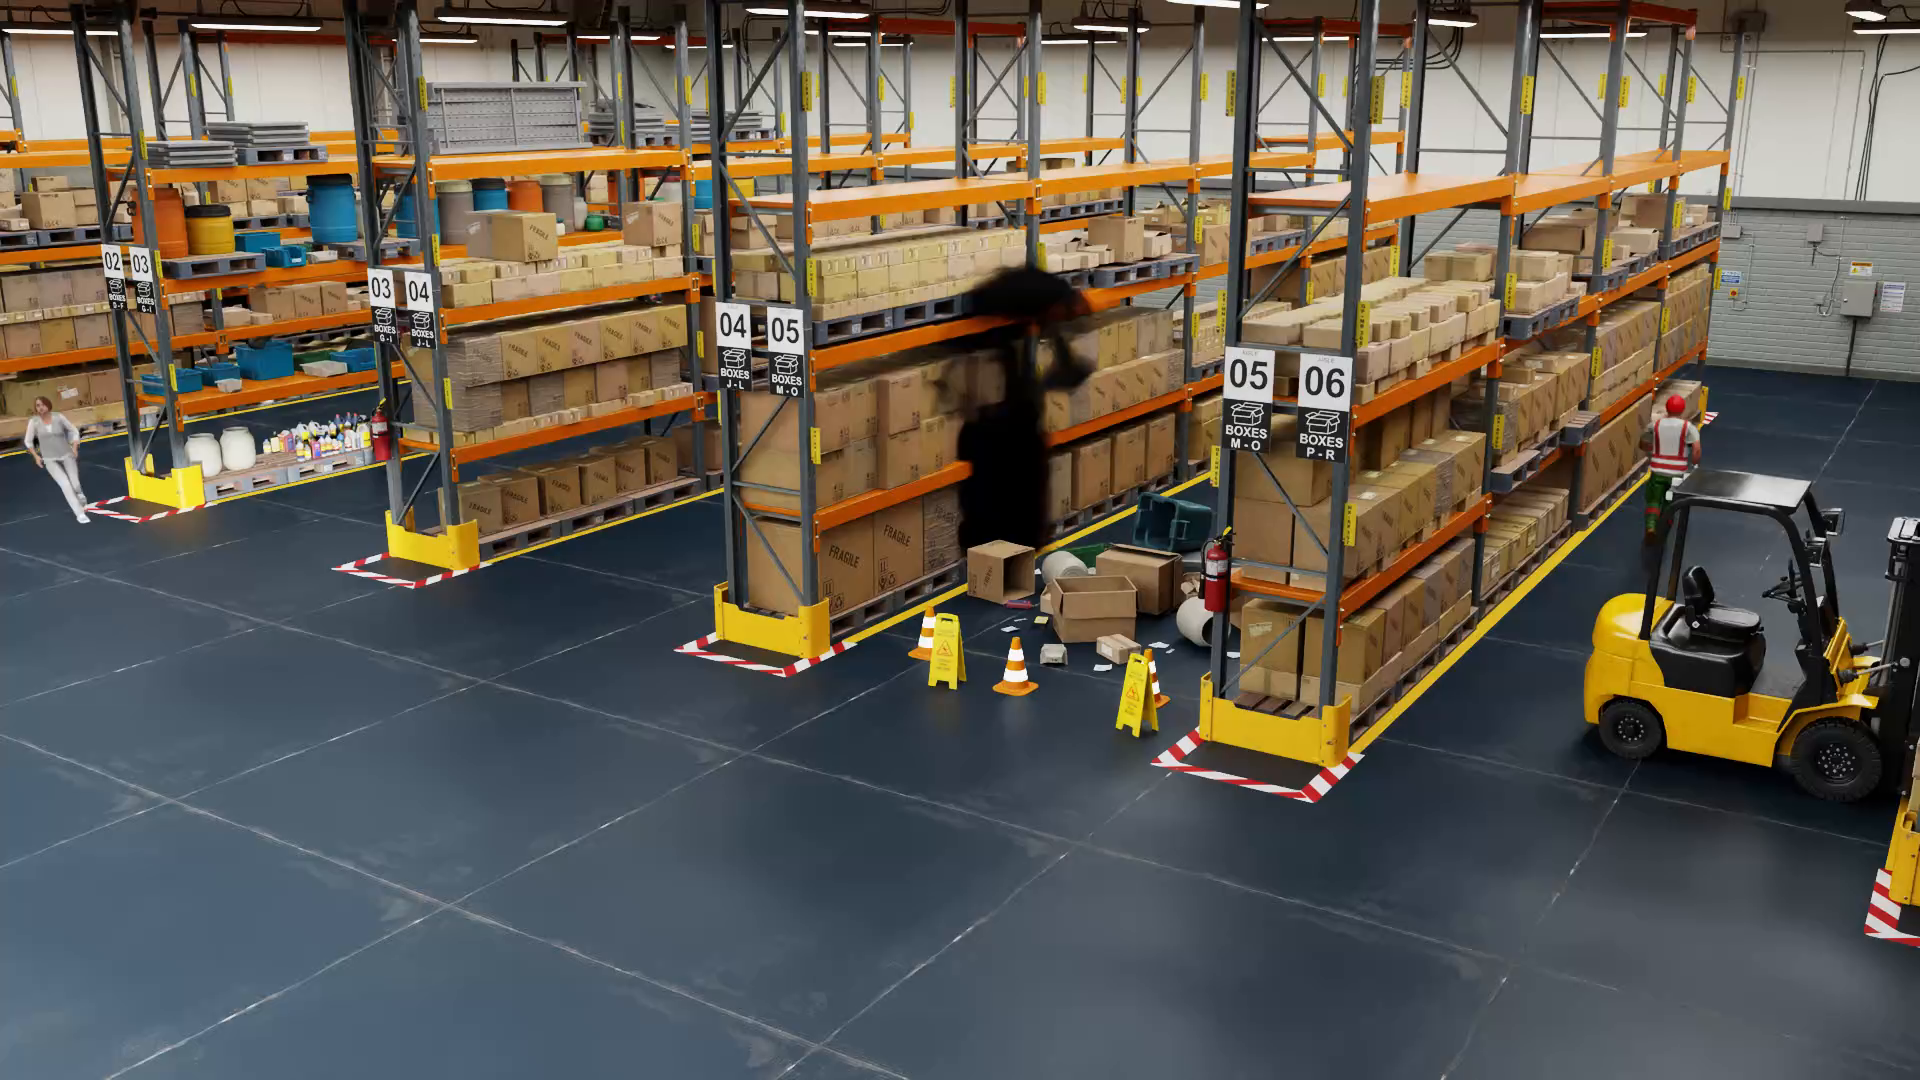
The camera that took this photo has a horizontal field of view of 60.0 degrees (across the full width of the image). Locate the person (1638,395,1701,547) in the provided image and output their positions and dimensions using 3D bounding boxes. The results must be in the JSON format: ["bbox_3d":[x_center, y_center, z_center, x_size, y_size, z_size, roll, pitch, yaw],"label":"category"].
[{"bbox_3d":[7.881,-0.742,18.543,0.661,1.769,0.901,8,17,27],"label":"person"}]

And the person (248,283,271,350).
[{"bbox_3d":[-12.679,-3.863,30.139,0.570,1.605,0.553,6,17,20],"label":"person"}]

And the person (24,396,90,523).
[{"bbox_3d":[-10.798,-0.968,19.844,0.586,1.530,0.635,-9,18,-30],"label":"person"}]
